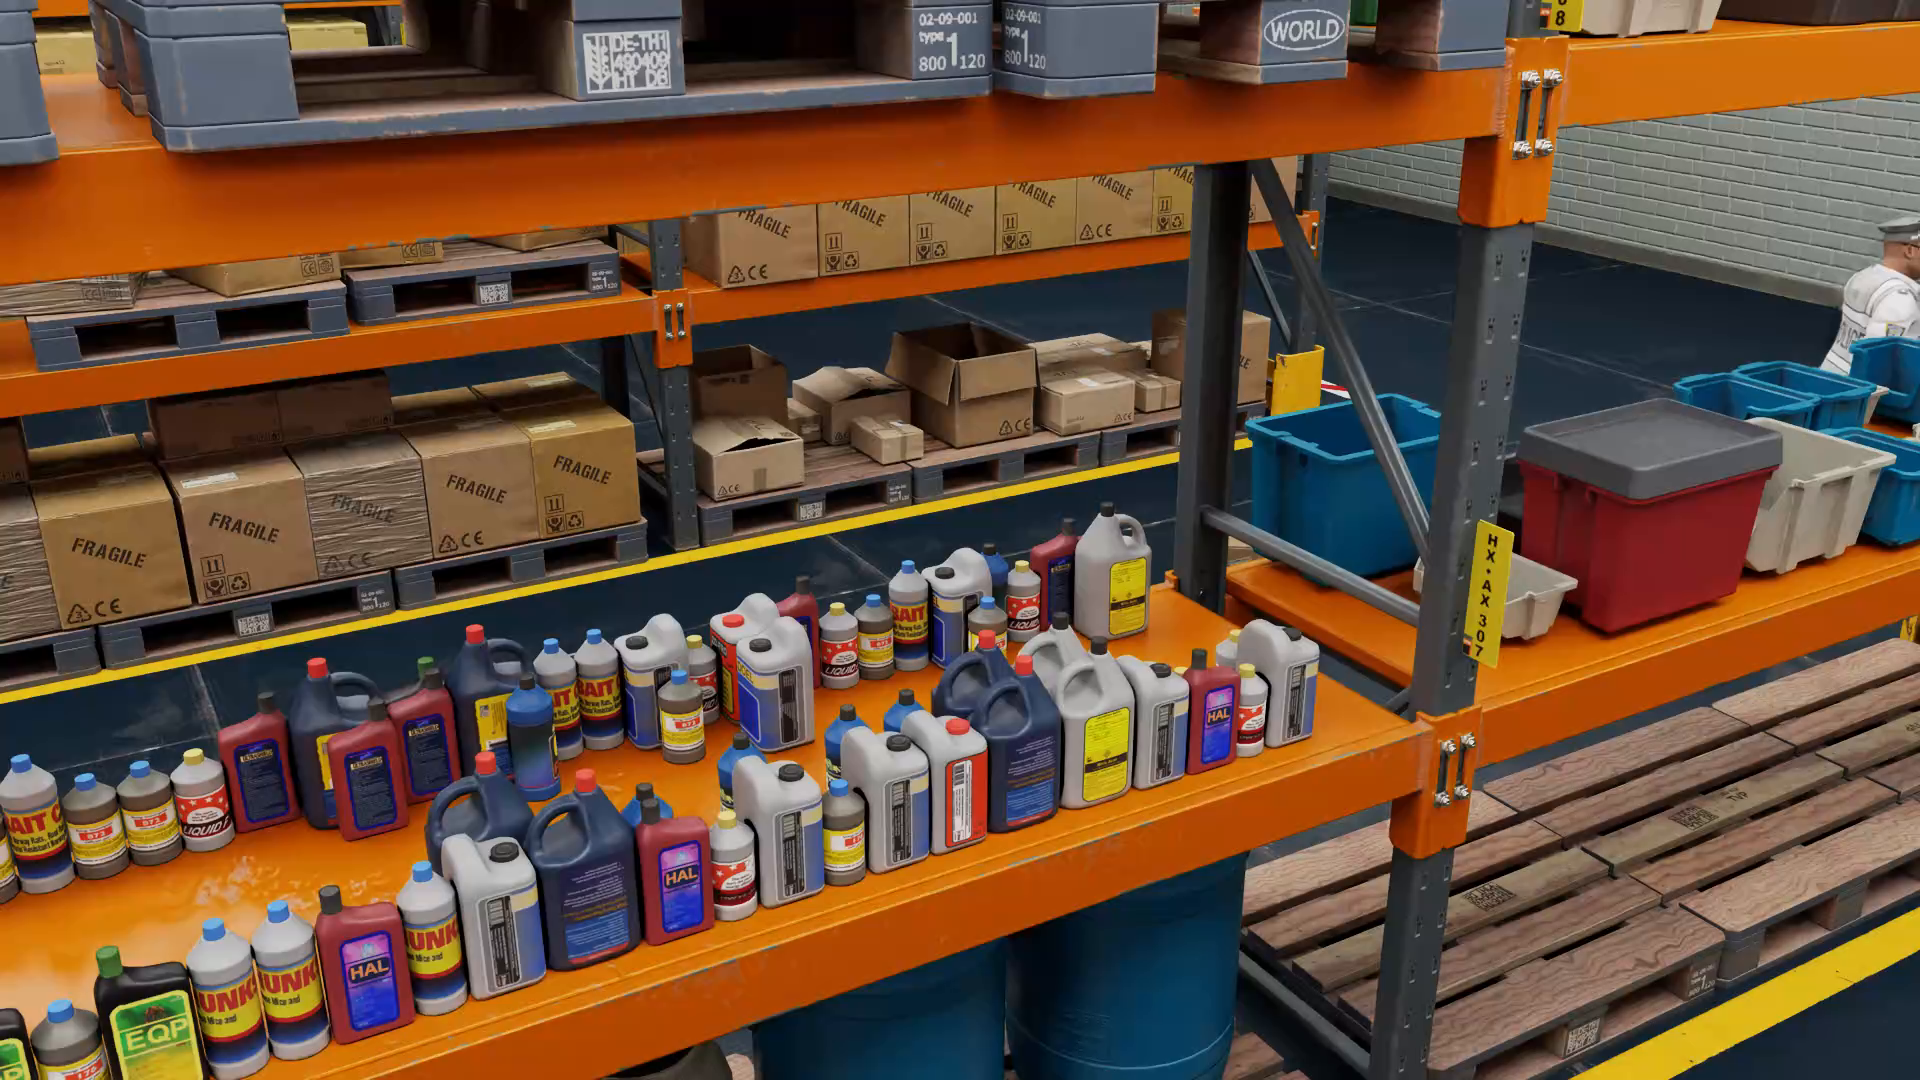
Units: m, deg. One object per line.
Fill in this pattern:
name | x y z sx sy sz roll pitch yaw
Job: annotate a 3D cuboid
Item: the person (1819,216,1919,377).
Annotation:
person | 4.250 -0.641 7.663 0.964 1.701 0.560 0 22 1
